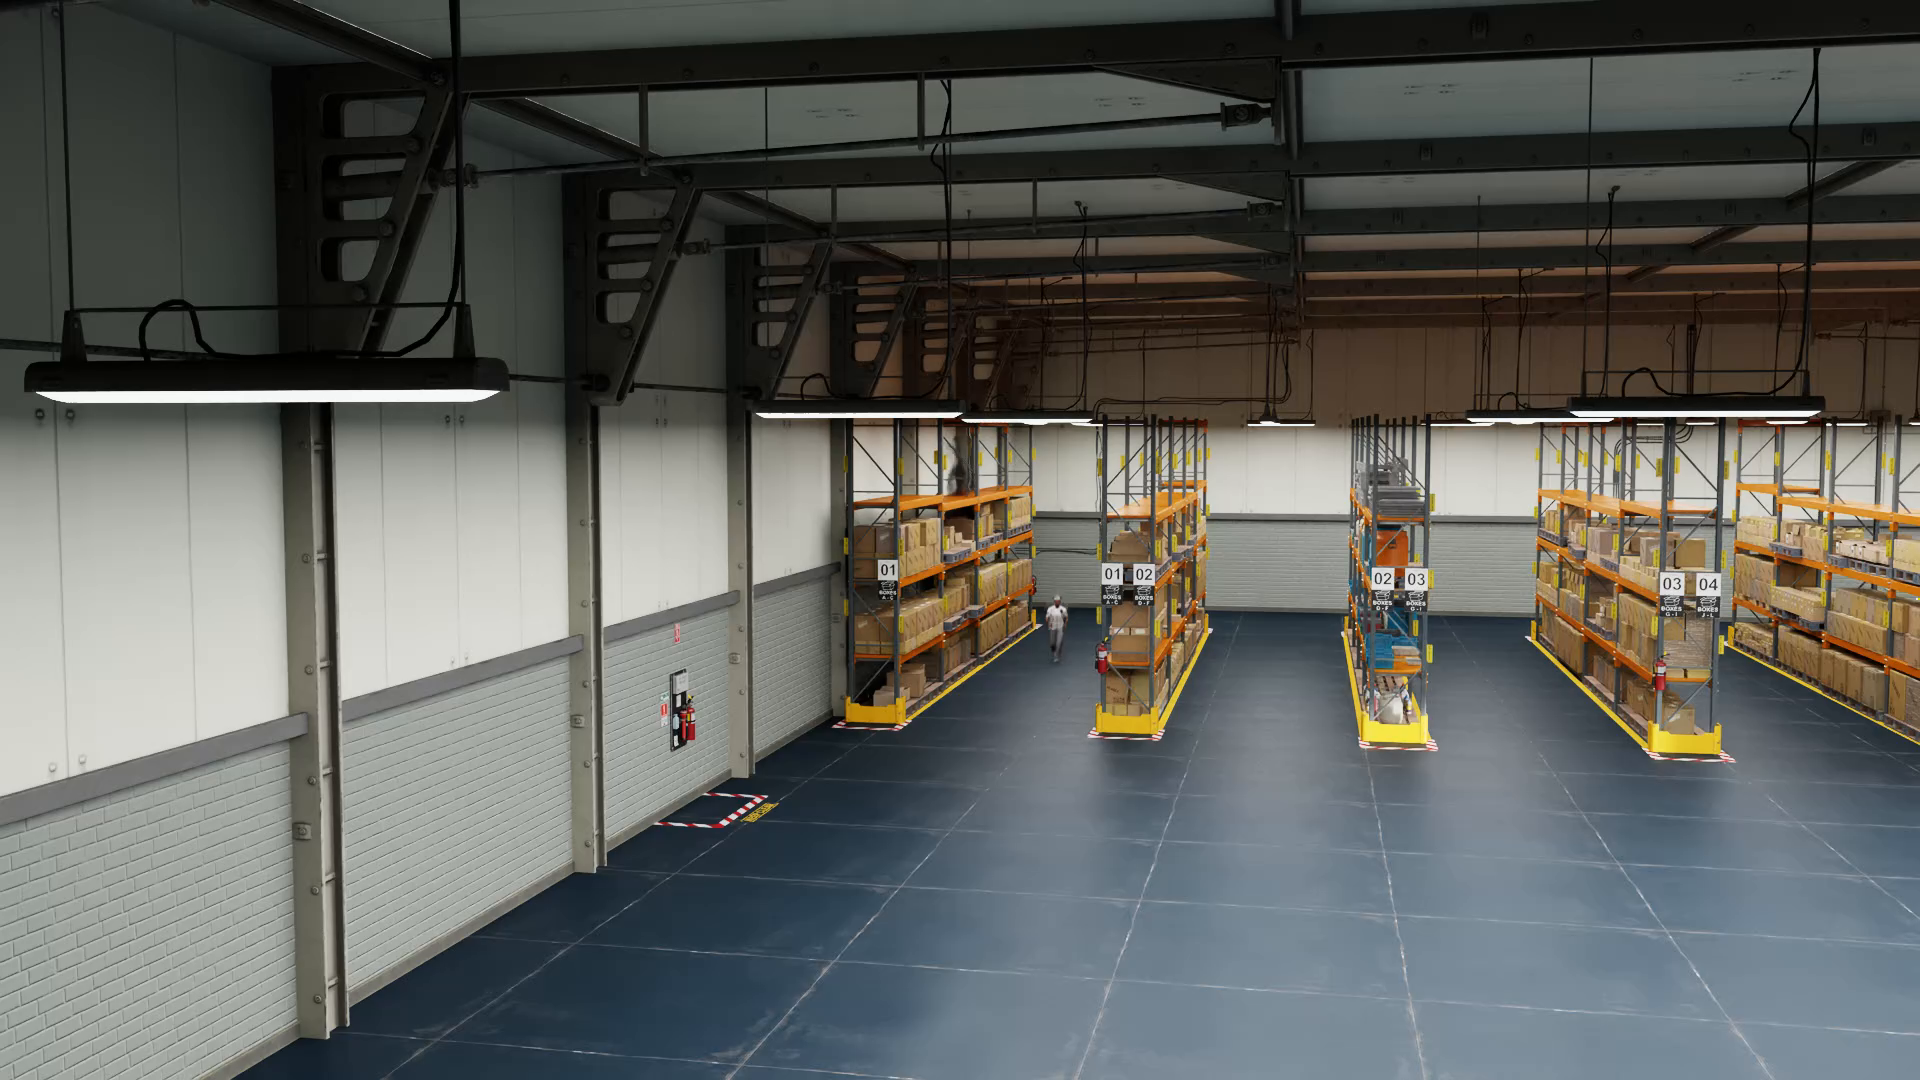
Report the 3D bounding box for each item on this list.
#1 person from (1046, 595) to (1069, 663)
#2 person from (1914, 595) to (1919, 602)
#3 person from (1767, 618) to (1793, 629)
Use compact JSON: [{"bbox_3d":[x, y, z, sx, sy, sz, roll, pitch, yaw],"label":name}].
[{"bbox_3d":[2.392,2.171,40.916,0.563,1.655,0.589,0,4,2],"label":"person"},{"bbox_3d":[25.612,1.877,44.437,0.865,1.748,0.759,2,4,31],"label":"person"},{"bbox_3d":[21.963,1.924,44.676,0.689,1.646,0.925,-3,5,-36],"label":"person"}]
